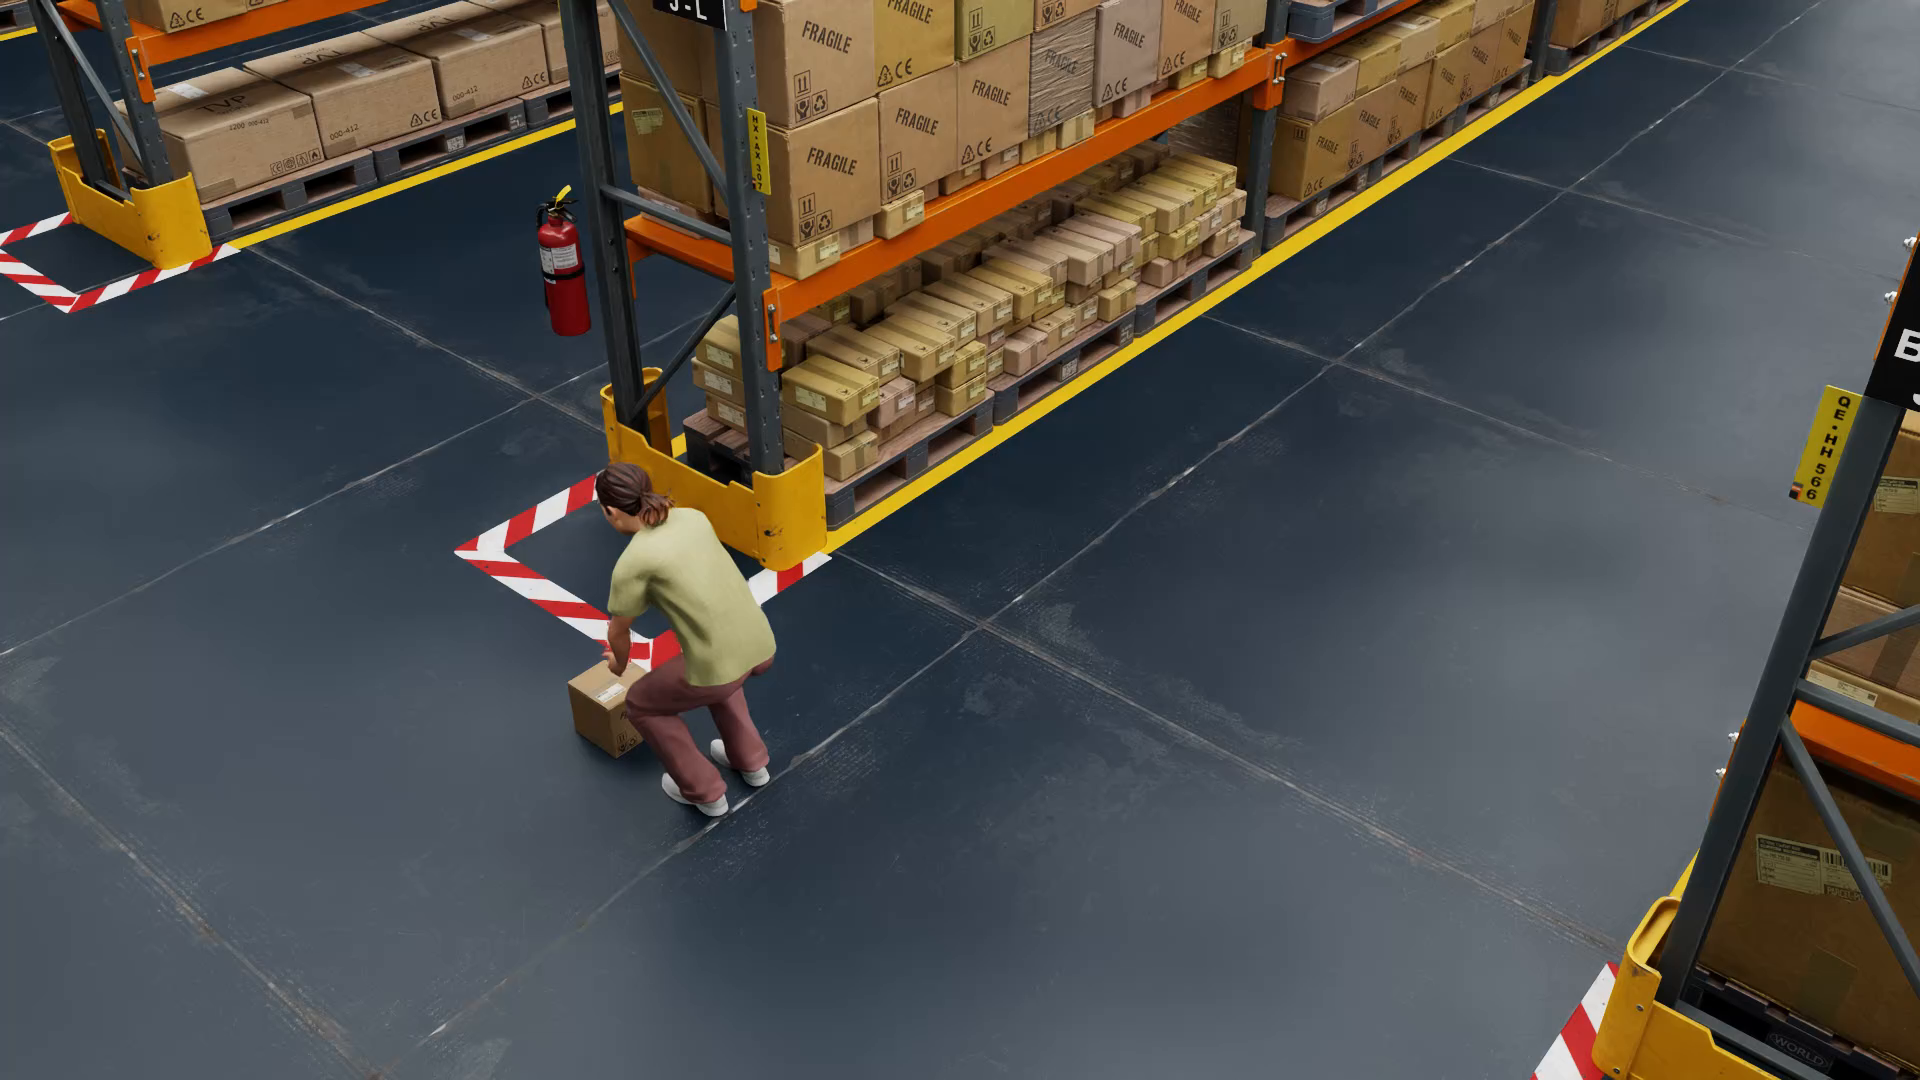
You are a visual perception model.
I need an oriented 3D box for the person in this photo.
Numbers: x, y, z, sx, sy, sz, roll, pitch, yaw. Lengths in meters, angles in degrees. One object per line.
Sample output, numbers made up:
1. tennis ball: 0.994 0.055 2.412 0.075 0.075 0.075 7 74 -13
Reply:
1. person: -0.983 0.372 5.919 0.668 1.333 0.511 26 43 32
